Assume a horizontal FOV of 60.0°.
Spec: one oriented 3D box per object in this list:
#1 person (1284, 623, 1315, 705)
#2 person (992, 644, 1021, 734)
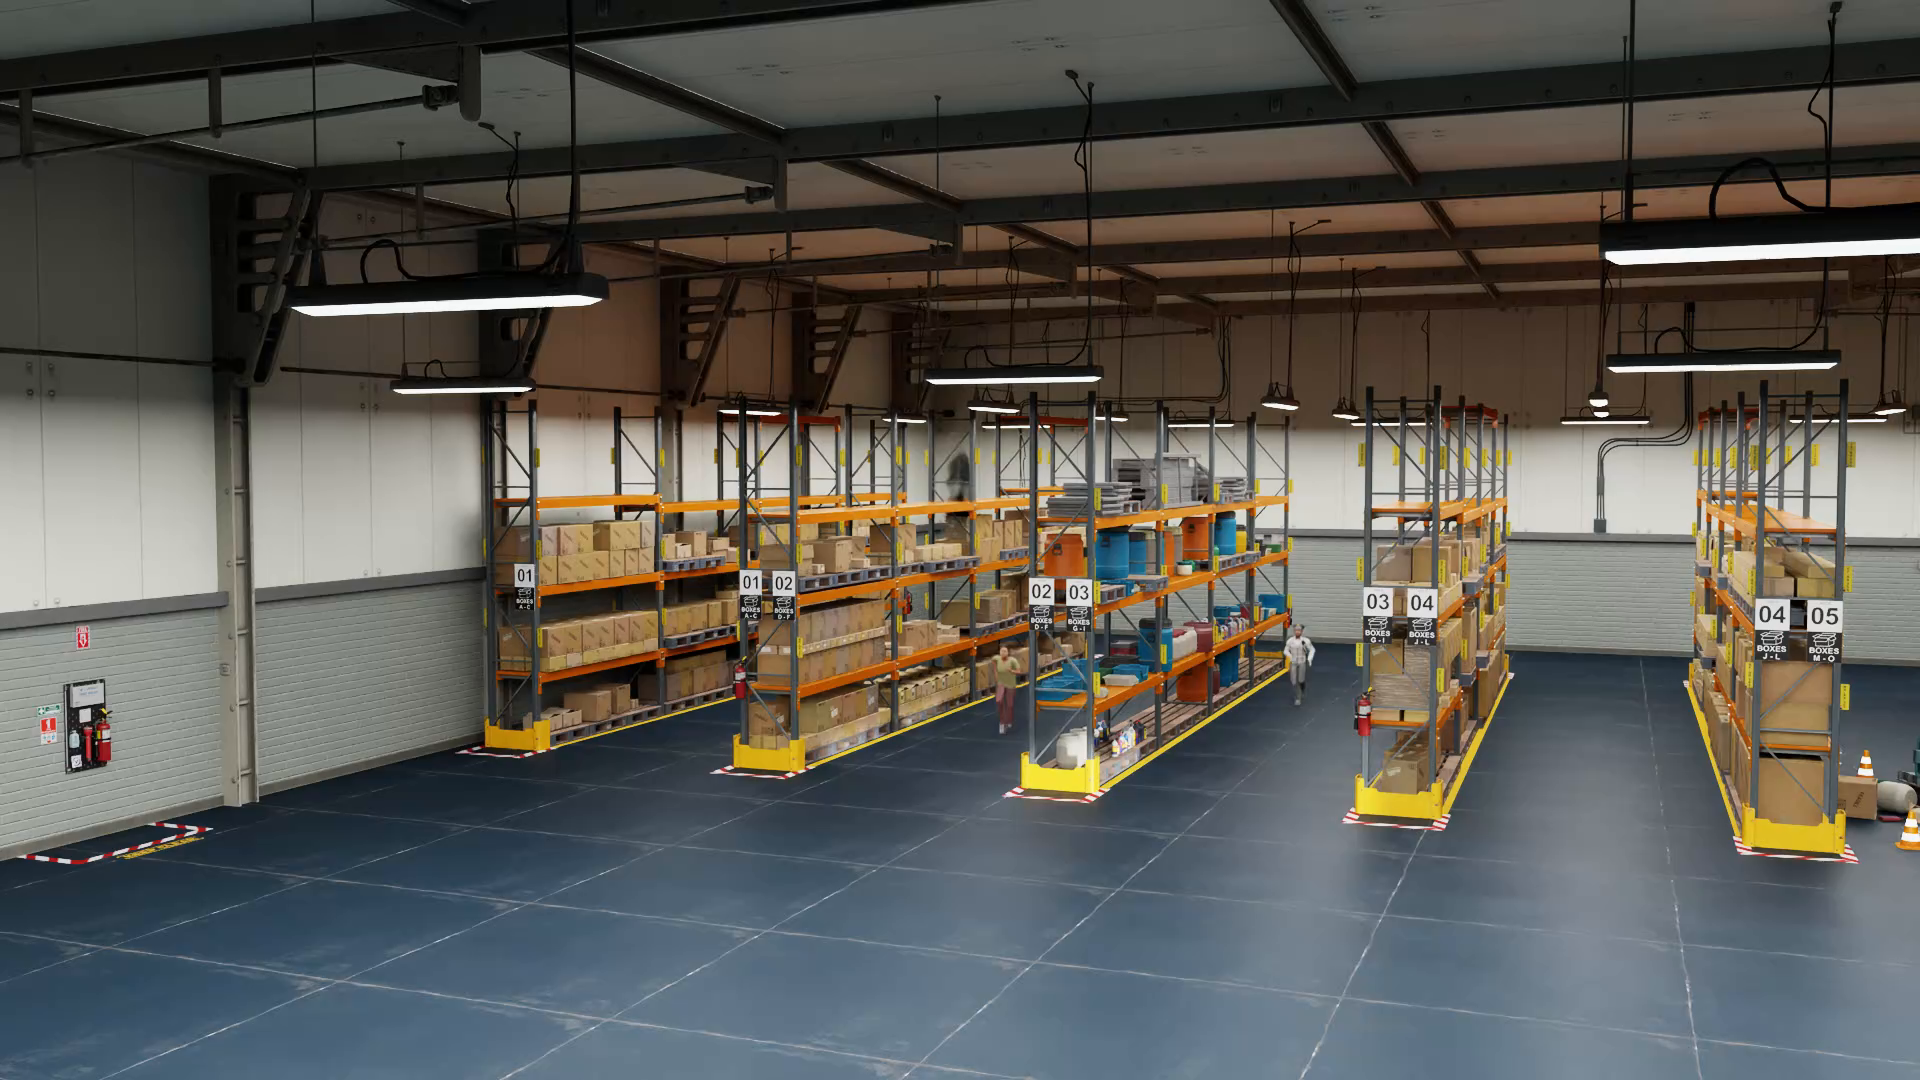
[{"bbox_3d":[6.854,2.515,33.685,0.605,1.659,0.538,1,3,20],"label":"person"},{"bbox_3d":[0.852,2.697,30.264,0.570,1.610,0.879,0,3,9],"label":"person"}]
